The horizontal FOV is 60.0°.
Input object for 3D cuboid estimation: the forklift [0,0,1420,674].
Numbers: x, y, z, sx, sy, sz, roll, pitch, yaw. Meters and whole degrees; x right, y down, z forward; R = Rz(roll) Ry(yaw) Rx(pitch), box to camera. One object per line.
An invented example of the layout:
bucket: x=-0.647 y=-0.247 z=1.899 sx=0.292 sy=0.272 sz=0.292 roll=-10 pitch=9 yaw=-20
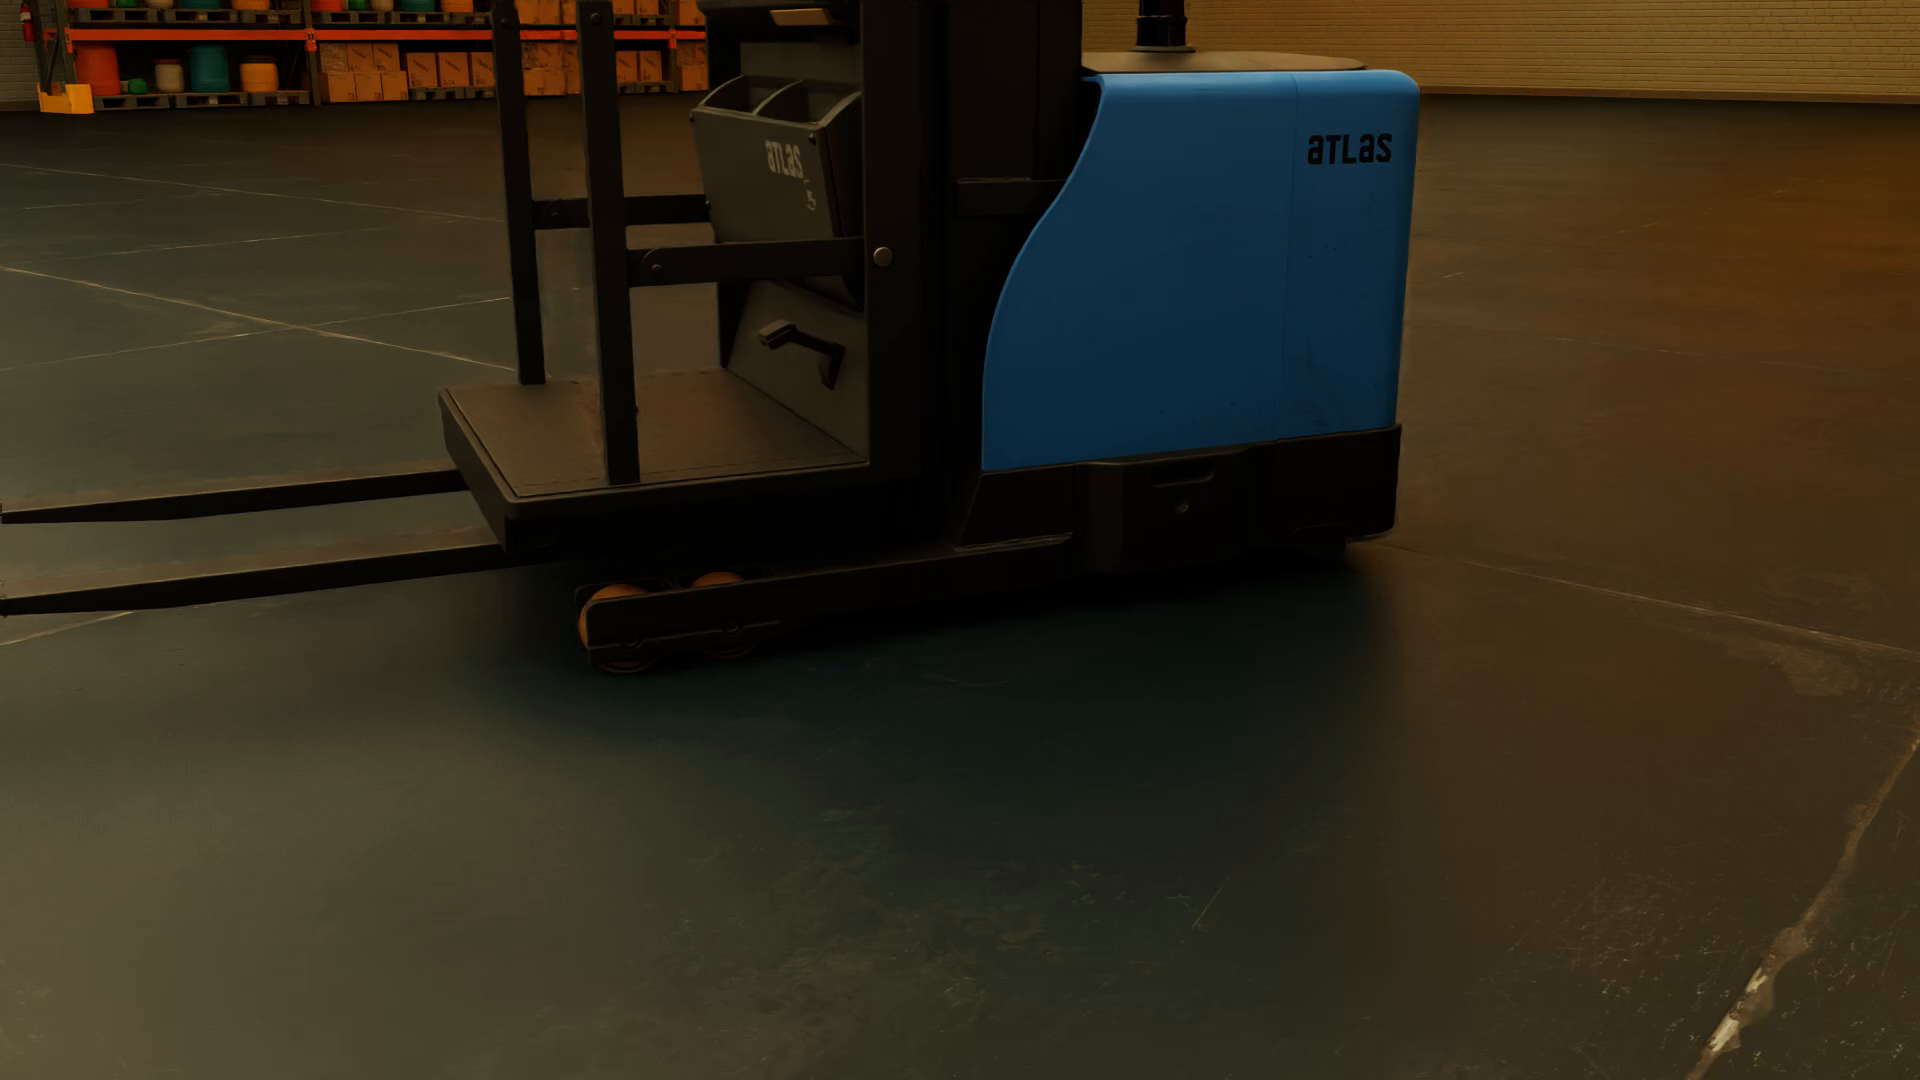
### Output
forklift: x=-0.570 y=-1.325 z=3.261 sx=3.031 sy=2.935 sz=1.130 roll=-7 pitch=18 yaw=-22
